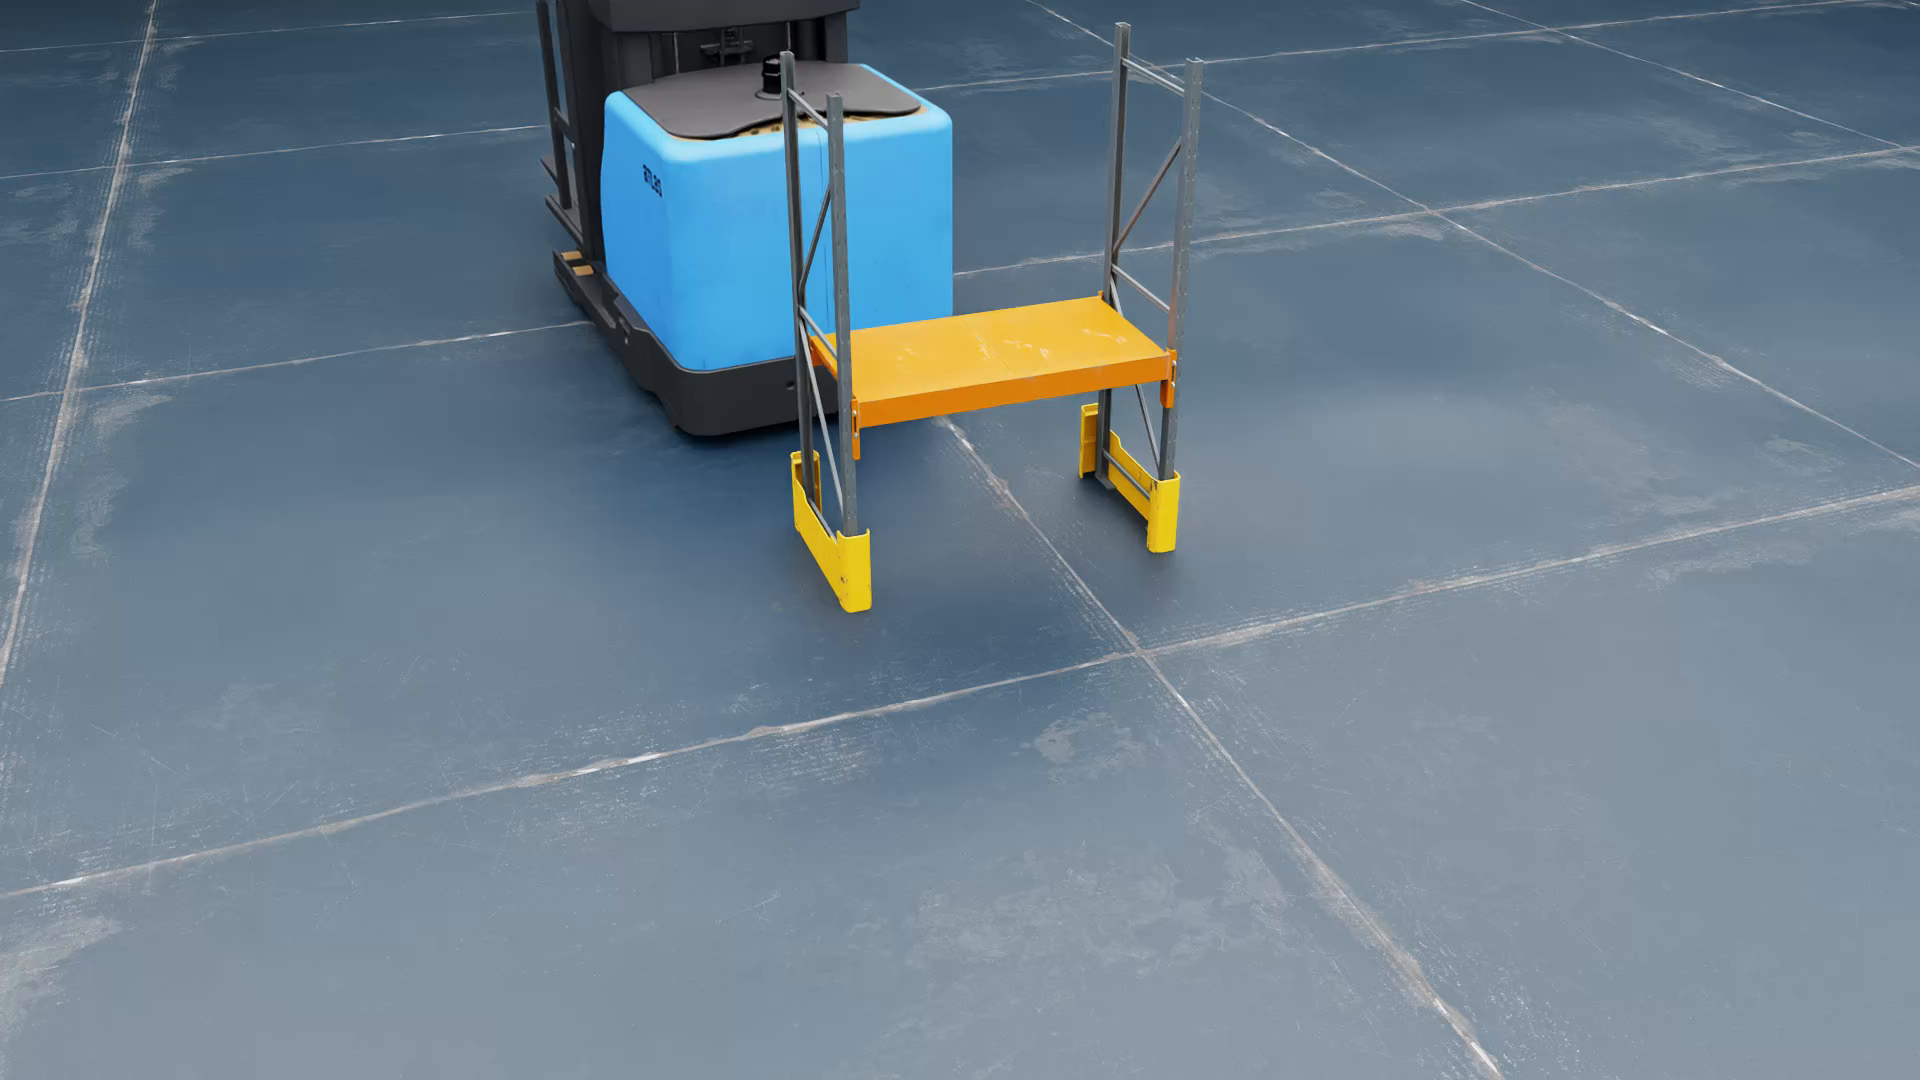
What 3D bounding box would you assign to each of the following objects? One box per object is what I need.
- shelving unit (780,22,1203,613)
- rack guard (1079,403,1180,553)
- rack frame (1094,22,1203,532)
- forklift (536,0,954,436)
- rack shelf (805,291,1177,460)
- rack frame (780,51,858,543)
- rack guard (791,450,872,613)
[{"bbox_3d":[0.071,-0.665,4.902,1.083,1.500,0.587,-10,31,-18],"label":"shelving unit"},{"bbox_3d":[0.538,-0.208,5.362,0.087,0.250,0.587,-10,31,-18],"label":"rack guard"},{"bbox_3d":[0.556,-0.754,5.059,0.032,1.500,0.500,-10,31,-18],"label":"rack frame"},{"bbox_3d":[-1.089,-2.340,6.396,1.130,2.935,3.031,-13,32,-22],"label":"forklift"},{"bbox_3d":[0.080,-0.510,4.994,1.000,0.185,0.538,-10,31,-18],"label":"rack shelf"},{"bbox_3d":[-0.396,-0.579,4.751,0.032,1.500,0.500,-10,31,-18],"label":"rack frame"},{"bbox_3d":[-0.395,-0.036,5.060,0.087,0.250,0.587,-10,31,-18],"label":"rack guard"}]
